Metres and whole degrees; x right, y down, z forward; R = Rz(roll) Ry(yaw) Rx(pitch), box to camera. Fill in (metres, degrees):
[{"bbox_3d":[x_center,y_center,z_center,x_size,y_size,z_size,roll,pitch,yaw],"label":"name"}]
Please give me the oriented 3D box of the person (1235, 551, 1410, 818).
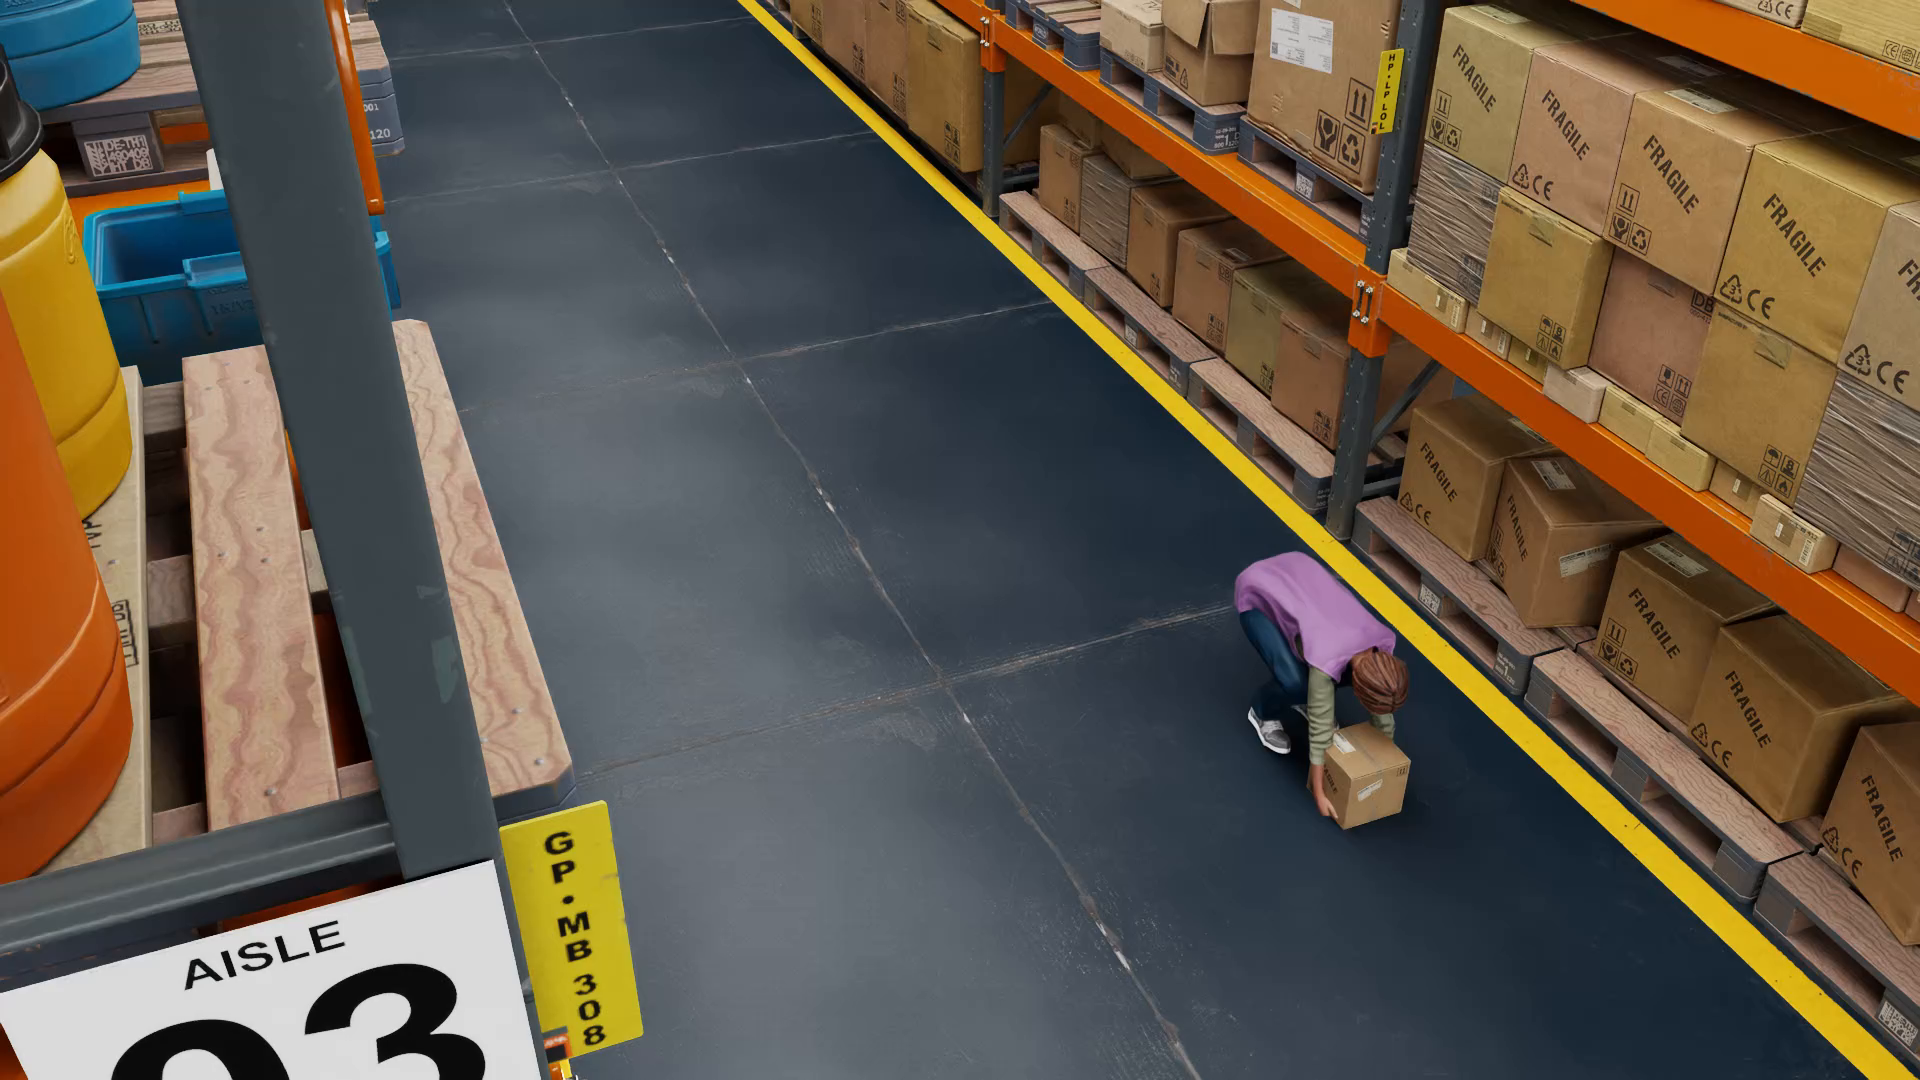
[{"bbox_3d":[1.342,0.498,6.202,0.422,0.758,0.873,-14,36,-20],"label":"person"}]
